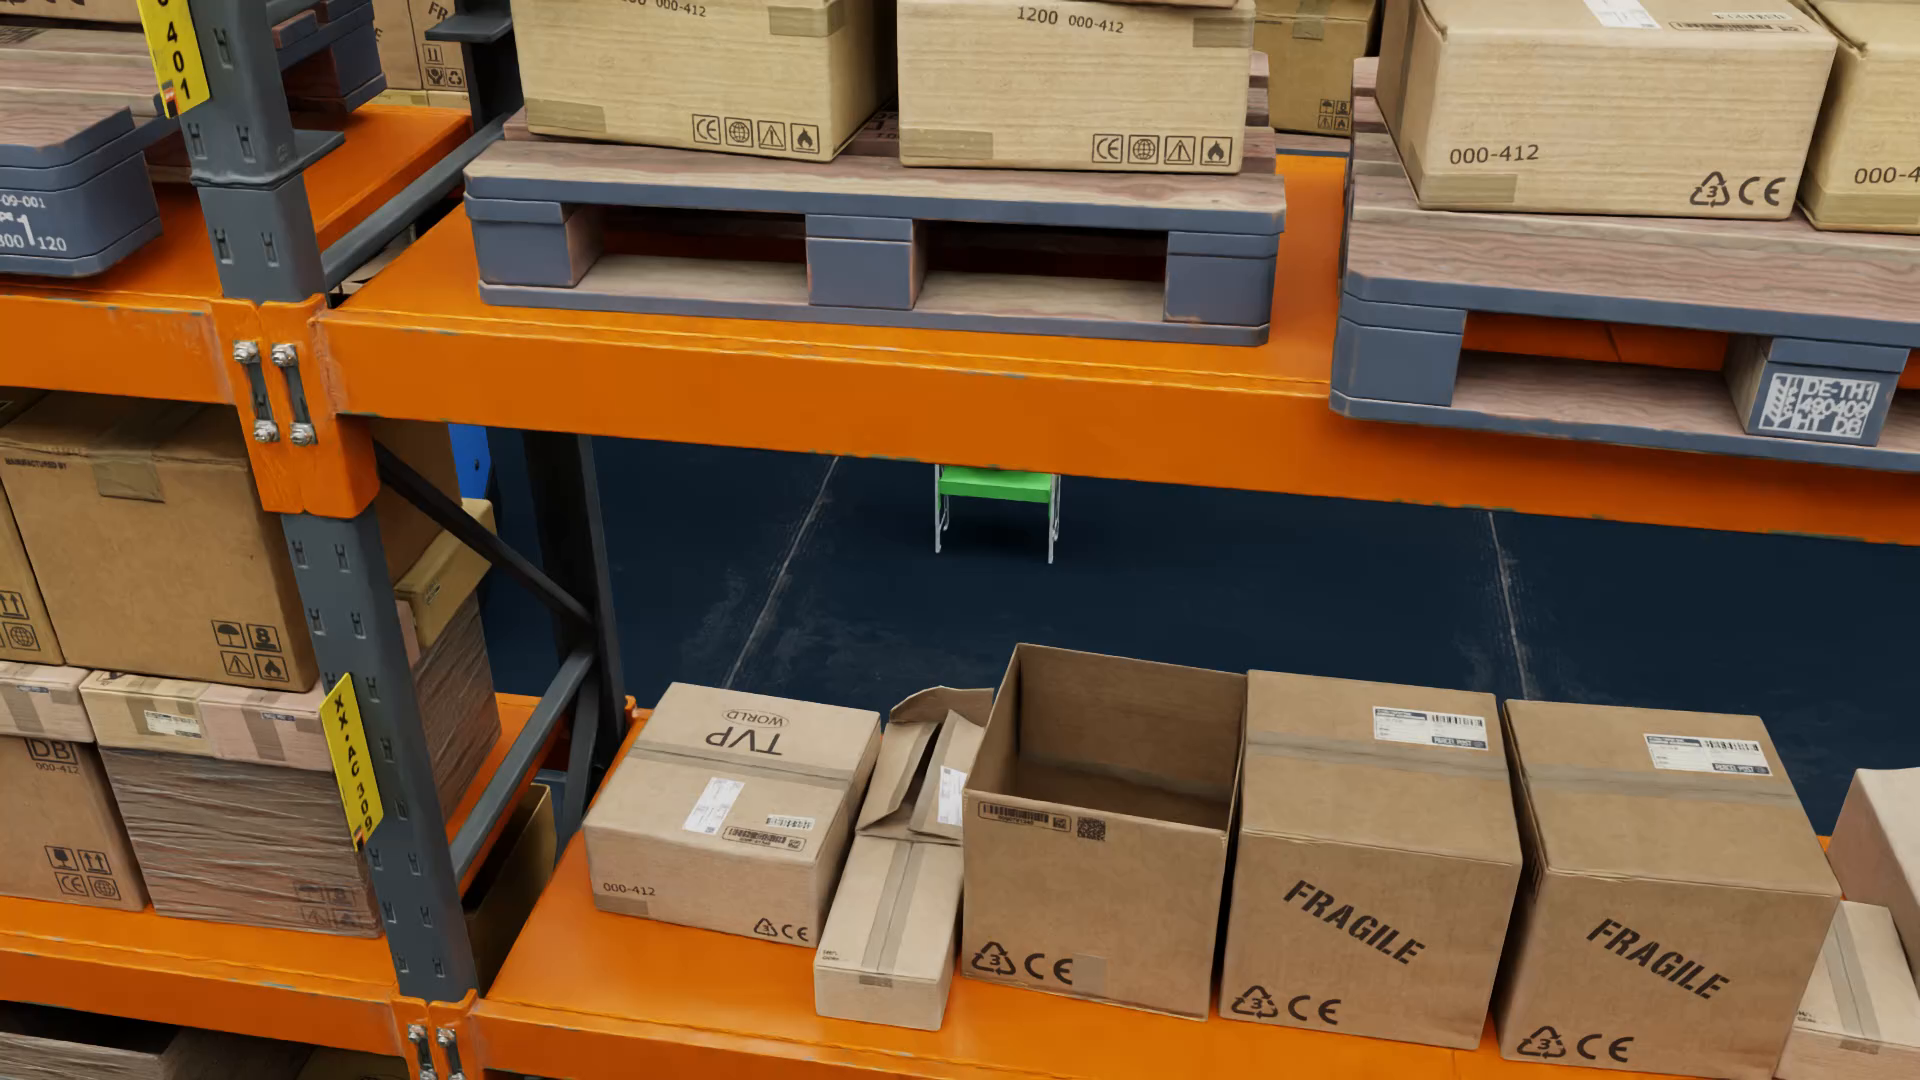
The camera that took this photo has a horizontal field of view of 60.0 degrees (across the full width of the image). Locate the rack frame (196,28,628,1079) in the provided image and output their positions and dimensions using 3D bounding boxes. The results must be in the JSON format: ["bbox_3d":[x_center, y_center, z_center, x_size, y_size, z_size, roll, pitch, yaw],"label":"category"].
[{"bbox_3d":[-0.970,0.501,3.622,0.127,3.000,1.000,5,32,8],"label":"rack frame"}]

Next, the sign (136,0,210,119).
[{"bbox_3d":[-1.062,-0.733,2.204,0.005,0.325,0.100,5,32,8],"label":"sign"}]

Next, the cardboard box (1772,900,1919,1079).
[{"bbox_3d":[1.707,0.880,3.253,0.250,0.149,0.380,8,33,12],"label":"cardboard box"}]

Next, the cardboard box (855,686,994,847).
[{"bbox_3d":[-0.072,0.541,3.686,0.258,0.266,0.396,4,32,7],"label":"cardboard box"}]

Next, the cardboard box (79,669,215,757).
[{"bbox_3d":[-1.517,0.249,3.320,0.250,0.149,0.380,5,32,7],"label":"cardboard box"}]

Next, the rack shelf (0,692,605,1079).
[{"bbox_3d":[-2.941,0.628,4.098,4.000,0.370,1.077,5,32,8],"label":"rack shelf"}]

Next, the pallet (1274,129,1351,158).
[{"bbox_3d":[1.845,-1.807,7.490,1.213,0.211,1.003,5,32,8],"label":"pallet"}]

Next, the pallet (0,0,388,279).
[{"bbox_3d":[-1.815,-0.795,2.950,1.213,0.211,1.003,5,32,8],"label":"pallet"}]

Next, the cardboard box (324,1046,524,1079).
[{"bbox_3d":[-1.376,1.289,4.560,0.500,0.250,0.500,5,32,8],"label":"cardboard box"}]

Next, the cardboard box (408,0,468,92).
[{"bbox_3d":[-2.159,-2.371,7.627,0.500,0.500,0.500,6,33,10],"label":"cardboard box"}]

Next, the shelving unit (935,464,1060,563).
[{"bbox_3d":[0.163,-0.494,6.908,0.503,1.200,0.258,5,32,8],"label":"shelving unit"}]

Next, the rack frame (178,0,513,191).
[{"bbox_3d":[-0.970,-2.042,2.030,0.127,3.000,1.000,5,32,8],"label":"rack frame"}]

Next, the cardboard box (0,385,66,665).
[{"bbox_3d":[-1.907,-0.172,3.380,0.500,0.500,0.700,5,32,8],"label":"cardboard box"}]

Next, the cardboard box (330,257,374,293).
[{"bbox_3d":[-3.416,-1.385,8.755,0.500,0.311,0.500,2,32,3],"label":"cardboard box"}]

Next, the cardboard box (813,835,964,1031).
[{"bbox_3d":[-0.131,0.794,3.392,0.250,0.149,0.380,5,32,8],"label":"cardboard box"}]

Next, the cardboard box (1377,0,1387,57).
[{"bbox_3d":[2.106,-2.098,7.266,0.500,0.500,0.700,5,32,8],"label":"cardboard box"}]

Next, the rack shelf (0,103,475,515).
[{"bbox_3d":[-2.941,-0.644,3.302,4.000,0.370,1.077,5,32,8],"label":"rack shelf"}]

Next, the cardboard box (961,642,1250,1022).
[{"bbox_3d":[0.304,0.583,3.397,0.500,0.500,0.500,7,33,12],"label":"cardboard box"}]

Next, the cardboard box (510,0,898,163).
[{"bbox_3d":[-0.364,-0.825,2.659,0.500,0.250,0.500,8,33,13],"label":"cardboard box"}]

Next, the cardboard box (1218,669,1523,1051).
[{"bbox_3d":[0.797,0.628,3.326,0.500,0.500,0.500,5,32,8],"label":"cardboard box"}]

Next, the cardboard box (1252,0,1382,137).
[{"bbox_3d":[1.560,-2.159,7.364,0.500,0.500,0.700,10,33,15],"label":"cardboard box"}]

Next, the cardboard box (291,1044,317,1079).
[{"bbox_3d":[-1.955,1.512,4.203,0.500,0.250,0.500,5,32,8],"label":"cardboard box"}]

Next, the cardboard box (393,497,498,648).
[{"bbox_3d":[-1.202,0.059,3.624,0.250,0.149,0.380,5,32,8],"label":"cardboard box"}]

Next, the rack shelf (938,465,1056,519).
[{"bbox_3d":[0.163,-0.236,7.069,0.480,0.148,0.258,5,32,8],"label":"rack shelf"}]

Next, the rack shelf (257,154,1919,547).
[{"bbox_3d":[1.002,-0.287,2.732,4.000,0.370,1.077,5,32,8],"label":"rack shelf"}]

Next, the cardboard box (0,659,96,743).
[{"bbox_3d":[-1.776,0.226,3.355,0.250,0.149,0.380,4,32,7],"label":"cardboard box"}]

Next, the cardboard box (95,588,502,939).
[{"bbox_3d":[-1.408,0.422,3.654,0.500,0.500,0.700,4,32,7],"label":"cardboard box"}]

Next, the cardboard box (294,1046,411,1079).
[{"bbox_3d":[-1.464,1.562,4.124,0.500,0.250,0.500,5,32,8],"label":"cardboard box"}]

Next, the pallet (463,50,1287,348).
[{"bbox_3d":[-0.098,-0.617,2.762,1.217,0.209,0.805,4,32,6],"label":"pallet"}]

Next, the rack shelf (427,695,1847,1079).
[{"bbox_3d":[1.002,0.985,3.528,4.000,0.370,1.077,5,32,8],"label":"rack shelf"}]

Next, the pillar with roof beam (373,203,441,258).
[{"bbox_3d":[-3.972,-3.128,3.766,0.400,9.000,9.100,5,32,8],"label":"pillar with roof beam"}]

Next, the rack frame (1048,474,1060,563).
[{"bbox_3d":[0.404,-0.472,6.873,0.015,1.200,0.240,5,32,8],"label":"rack frame"}]

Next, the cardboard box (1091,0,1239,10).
[{"bbox_3d":[0.197,-1.088,2.373,0.500,0.500,0.500,8,33,13],"label":"cardboard box"}]

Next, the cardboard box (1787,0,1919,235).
[{"bbox_3d":[1.435,-0.633,2.353,0.500,0.250,0.500,5,32,7],"label":"cardboard box"}]

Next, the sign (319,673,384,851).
[{"bbox_3d":[-1.062,0.391,2.907,0.005,0.325,0.100,5,32,8],"label":"sign"}]

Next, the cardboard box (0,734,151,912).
[{"bbox_3d":[-1.929,0.379,3.723,0.500,0.500,0.700,5,32,8],"label":"cardboard box"}]

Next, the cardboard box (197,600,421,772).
[{"bbox_3d":[-1.274,0.272,3.283,0.250,0.149,0.380,5,32,8],"label":"cardboard box"}]

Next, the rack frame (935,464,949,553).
[{"bbox_3d":[-0.077,-0.516,6.943,0.015,1.200,0.240,5,32,8],"label":"rack frame"}]

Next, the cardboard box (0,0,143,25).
[{"bbox_3d":[-1.422,-1.233,2.943,0.500,0.500,0.500,8,33,12],"label":"cardboard box"}]

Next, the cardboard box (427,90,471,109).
[{"bbox_3d":[-2.142,-2.049,7.818,0.500,0.250,0.500,5,32,9],"label":"cardboard box"}]

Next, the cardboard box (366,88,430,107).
[{"bbox_3d":[-2.640,-2.095,7.892,0.500,0.250,0.500,5,32,7],"label":"cardboard box"}]

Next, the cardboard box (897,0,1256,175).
[{"bbox_3d":[0.178,-0.777,2.583,0.500,0.250,0.500,2,32,3],"label":"cardboard box"}]

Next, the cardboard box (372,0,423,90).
[{"bbox_3d":[-2.669,-2.411,7.691,0.500,0.500,0.500,4,32,7],"label":"cardboard box"}]

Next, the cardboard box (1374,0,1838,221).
[{"bbox_3d":[0.905,-0.682,2.431,0.500,0.250,0.500,3,32,4],"label":"cardboard box"}]

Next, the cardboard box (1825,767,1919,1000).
[{"bbox_3d":[2.124,0.715,3.365,0.500,0.311,0.500,5,32,8],"label":"cardboard box"}]

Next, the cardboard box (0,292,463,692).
[{"bbox_3d":[-1.408,-0.127,3.309,0.500,0.500,0.700,5,32,8],"label":"cardboard box"}]

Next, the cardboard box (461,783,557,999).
[{"bbox_3d":[-1.374,0.966,4.369,0.500,0.500,0.500,5,32,8],"label":"cardboard box"}]

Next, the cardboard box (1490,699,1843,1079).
[{"bbox_3d":[1.316,0.675,3.251,0.500,0.500,0.500,3,32,6],"label":"cardboard box"}]

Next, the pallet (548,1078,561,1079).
[{"bbox_3d":[-1.747,1.590,4.510,1.213,0.211,1.003,5,32,8],"label":"pallet"}]

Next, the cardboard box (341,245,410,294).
[{"bbox_3d":[-2.854,-1.334,8.674,0.500,0.311,0.500,8,33,12],"label":"cardboard box"}]

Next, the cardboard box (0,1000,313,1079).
[{"bbox_3d":[-1.955,1.193,4.006,0.500,0.500,0.500,5,32,8],"label":"cardboard box"}]

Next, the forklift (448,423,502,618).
[{"bbox_3d":[-3.462,-0.987,6.064,3.031,2.935,1.130,-4,32,-7],"label":"forklift"}]

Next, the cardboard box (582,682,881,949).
[{"bbox_3d":[-0.477,0.586,3.628,0.500,0.250,0.500,7,33,11],"label":"cardboard box"}]

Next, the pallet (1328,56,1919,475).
[{"bbox_3d":[1.186,-0.445,2.485,1.213,0.211,1.003,7,33,10],"label":"pallet"}]
